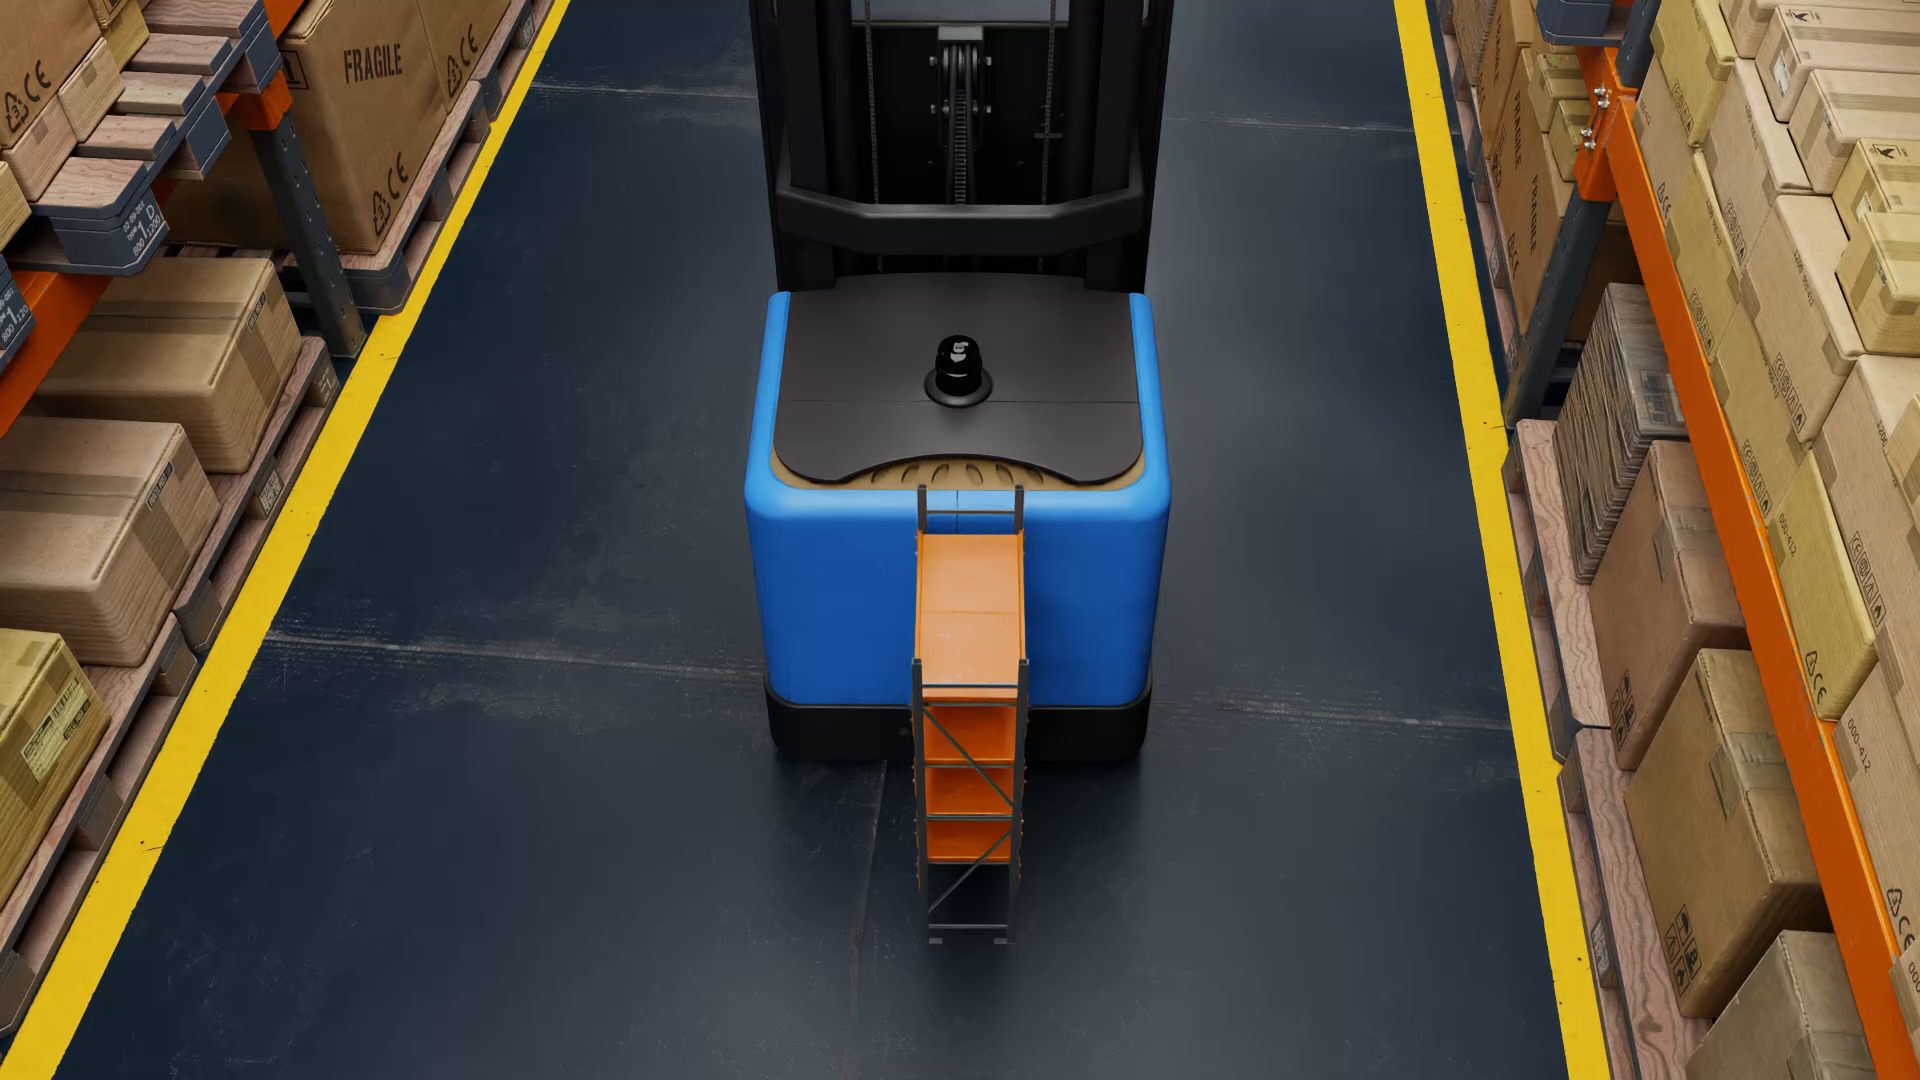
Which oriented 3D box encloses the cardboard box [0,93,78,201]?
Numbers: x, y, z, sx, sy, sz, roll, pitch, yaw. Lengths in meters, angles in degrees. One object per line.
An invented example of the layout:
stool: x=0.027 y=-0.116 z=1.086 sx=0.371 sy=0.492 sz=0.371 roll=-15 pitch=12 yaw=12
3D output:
cardboard box: x=-2.364 y=-0.944 z=3.967 sx=0.380 sy=0.149 sz=0.250 roll=2 pitch=48 yaw=2

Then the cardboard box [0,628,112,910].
cardboard box: x=-2.803 y=0.541 z=4.219 sx=0.950 sy=0.372 sz=0.625 roll=5 pitch=48 yaw=5

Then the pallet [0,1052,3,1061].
pallet: x=-2.902 y=1.590 z=3.653 sx=1.003 sy=0.211 sz=1.213 roll=4 pitch=48 yaw=4

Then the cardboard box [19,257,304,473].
cardboard box: x=-2.669 y=-0.559 z=5.225 sx=0.950 sy=0.372 sz=0.625 roll=1 pitch=48 yaw=1

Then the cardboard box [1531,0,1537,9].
cardboard box: x=2.282 y=-2.052 z=6.064 sx=0.380 sy=0.149 sz=0.250 roll=3 pitch=48 yaw=3

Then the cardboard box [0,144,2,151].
cardboard box: x=-2.453 y=-0.890 z=3.477 sx=0.500 sy=0.500 sz=0.500 roll=1 pitch=48 yaw=1

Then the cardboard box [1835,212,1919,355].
cardboard box: x=1.907 y=-0.477 z=3.146 sx=0.380 sy=0.149 sz=0.250 roll=5 pitch=48 yaw=4

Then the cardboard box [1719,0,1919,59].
cardboard box: x=1.991 y=-1.230 z=3.835 sx=0.380 sy=0.149 sz=0.250 roll=5 pitch=48 yaw=4

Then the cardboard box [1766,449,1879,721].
cardboard box: x=1.913 y=0.102 z=3.226 sx=0.500 sy=0.250 sz=0.500 roll=5 pitch=48 yaw=5

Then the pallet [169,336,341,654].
pallet: x=-2.680 y=-0.203 z=5.293 sx=1.003 sy=0.211 sz=1.213 roll=4 pitch=48 yaw=4

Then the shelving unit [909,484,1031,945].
shelving unit: x=0.022 y=0.460 z=4.009 sx=0.258 sy=1.200 sz=0.503 roll=0 pitch=49 yaw=0

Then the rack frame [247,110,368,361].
rack frame: x=-2.607 y=-1.719 z=4.789 sx=1.000 sy=3.000 sz=0.127 roll=4 pitch=48 yaw=4

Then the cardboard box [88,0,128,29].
cardboard box: x=-2.372 y=-1.642 z=4.165 sx=0.500 sy=0.500 sz=0.500 roll=3 pitch=48 yaw=2

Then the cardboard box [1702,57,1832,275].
cardboard box: x=2.006 y=-0.828 z=3.738 sx=0.500 sy=0.250 sz=0.500 roll=5 pitch=48 yaw=5

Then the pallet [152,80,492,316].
pallet: x=-2.460 y=-1.352 z=6.343 sx=1.003 sy=0.211 sz=1.213 roll=4 pitch=48 yaw=4

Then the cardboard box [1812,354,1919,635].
cardboard box: x=1.918 y=-0.068 z=3.042 sx=0.500 sy=0.250 sz=0.500 roll=4 pitch=48 yaw=4

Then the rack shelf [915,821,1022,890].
rack shelf: x=0.022 y=0.635 z=4.209 sx=0.258 sy=0.148 sz=0.480 roll=0 pitch=49 yaw=0

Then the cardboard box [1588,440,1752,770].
cardboard box: x=2.214 y=0.210 z=4.350 sx=0.875 sy=0.625 sz=0.625 roll=5 pitch=48 yaw=5

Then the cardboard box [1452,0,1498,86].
cardboard box: x=2.290 y=-2.146 z=6.589 sx=0.500 sy=0.500 sz=0.500 roll=2 pitch=48 yaw=2

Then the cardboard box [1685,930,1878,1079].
cardboard box: x=2.086 y=1.258 z=3.392 sx=0.875 sy=0.625 sz=0.625 roll=3 pitch=48 yaw=3

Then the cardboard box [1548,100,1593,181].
cardboard box: x=2.129 y=-1.285 z=5.362 sx=0.380 sy=0.149 sz=0.250 roll=2 pitch=48 yaw=2

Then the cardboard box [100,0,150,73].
cardboard box: x=-2.355 y=-1.317 z=4.307 sx=0.380 sy=0.149 sz=0.250 roll=5 pitch=48 yaw=4

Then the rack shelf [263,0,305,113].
rack shelf: x=-2.425 y=-2.946 z=6.399 sx=1.077 sy=0.370 sz=4.000 roll=4 pitch=48 yaw=4

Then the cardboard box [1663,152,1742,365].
cardboard box: x=2.001 y=-0.658 z=3.921 sx=0.500 sy=0.250 sz=0.500 roll=3 pitch=48 yaw=3

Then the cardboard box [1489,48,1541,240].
cardboard box: x=2.217 y=-1.378 z=5.887 sx=0.500 sy=0.500 sz=0.500 roll=3 pitch=48 yaw=3

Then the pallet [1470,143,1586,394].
pallet: x=2.442 y=-0.993 z=6.015 sx=1.003 sy=0.211 sz=1.213 roll=4 pitch=48 yaw=4

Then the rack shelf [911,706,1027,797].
rack shelf: x=0.022 y=0.357 z=3.891 sx=0.258 sy=0.148 sz=0.480 roll=0 pitch=49 yaw=0

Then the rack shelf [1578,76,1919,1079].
rack shelf: x=2.154 y=0.325 z=3.408 sx=1.077 sy=0.370 sz=4.000 roll=4 pitch=48 yaw=4

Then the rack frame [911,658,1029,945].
rack frame: x=0.021 y=0.644 z=3.848 sx=0.240 sy=1.200 sz=0.015 roll=0 pitch=49 yaw=0

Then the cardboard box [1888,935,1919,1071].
cardboard box: x=1.797 y=0.845 z=2.546 sx=0.500 sy=0.250 sz=0.500 roll=4 pitch=48 yaw=3

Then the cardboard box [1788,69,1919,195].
cardboard box: x=1.982 y=-0.846 z=3.484 sx=0.380 sy=0.149 sz=0.250 roll=4 pitch=48 yaw=4

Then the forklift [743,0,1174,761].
forklift: x=0.004 y=-1.448 z=4.589 sx=1.130 sy=2.935 sz=3.031 roll=0 pitch=48 yaw=0

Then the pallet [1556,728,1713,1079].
pallet: x=2.108 y=1.050 z=4.147 sx=1.003 sy=0.211 sz=1.213 roll=4 pitch=48 yaw=4

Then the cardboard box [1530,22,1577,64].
cardboard box: x=2.191 y=-1.678 z=5.722 sx=0.380 sy=0.149 sz=0.250 roll=2 pitch=48 yaw=2

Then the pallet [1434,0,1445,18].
pallet: x=2.664 y=-2.785 z=7.655 sx=1.003 sy=0.211 sz=1.213 roll=4 pitch=48 yaw=4

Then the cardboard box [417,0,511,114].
cardboard box: x=-2.376 y=-2.300 z=6.477 sx=0.875 sy=0.875 sz=0.875 roll=4 pitch=48 yaw=4

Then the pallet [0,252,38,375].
pallet: x=-2.747 y=-0.197 z=3.527 sx=1.003 sy=0.211 sz=1.213 roll=4 pitch=48 yaw=4
